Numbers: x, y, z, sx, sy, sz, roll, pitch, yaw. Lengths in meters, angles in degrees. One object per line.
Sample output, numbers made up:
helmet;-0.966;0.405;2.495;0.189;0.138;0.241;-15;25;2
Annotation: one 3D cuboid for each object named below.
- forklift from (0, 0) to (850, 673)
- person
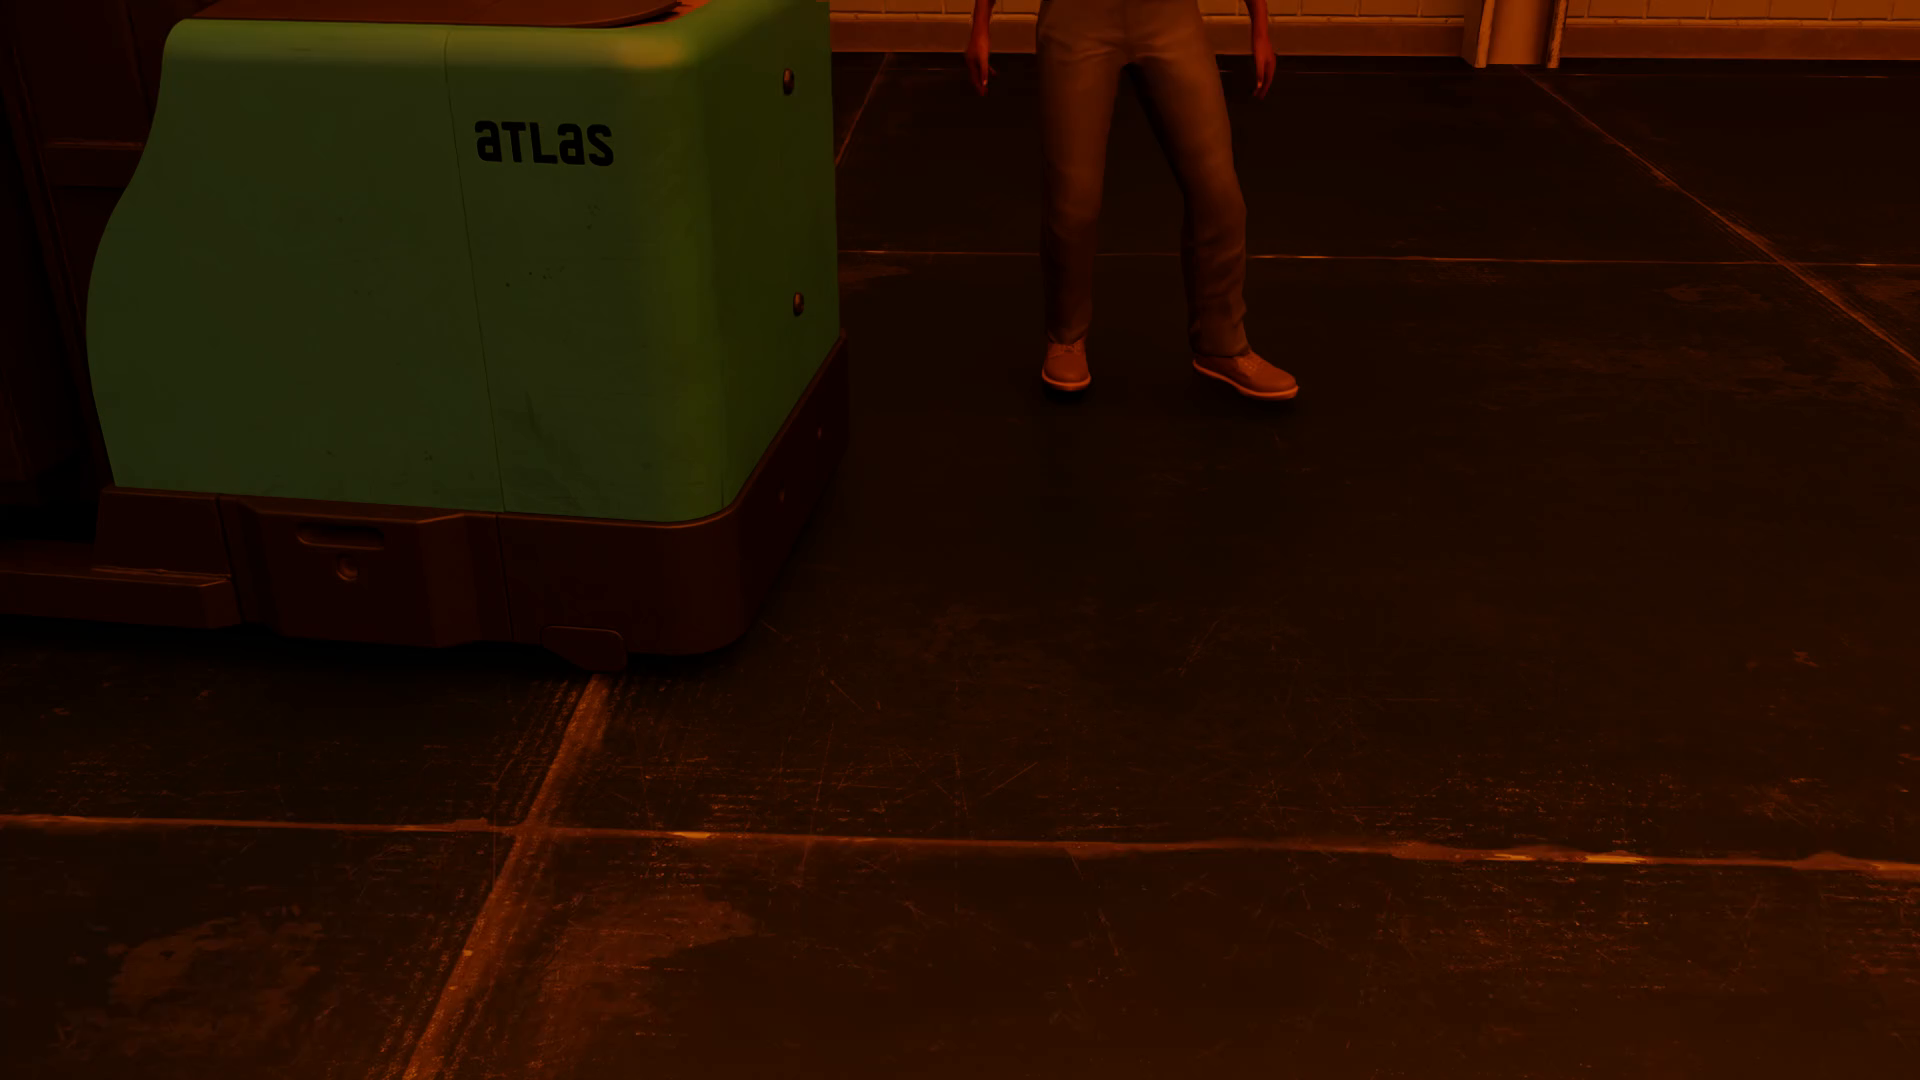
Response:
forklift;-1.800;-1.378;2.814;3.031;2.935;1.130;4;27;8
person;0.407;-1.119;3.716;0.790;1.628;0.358;-1;26;-2
